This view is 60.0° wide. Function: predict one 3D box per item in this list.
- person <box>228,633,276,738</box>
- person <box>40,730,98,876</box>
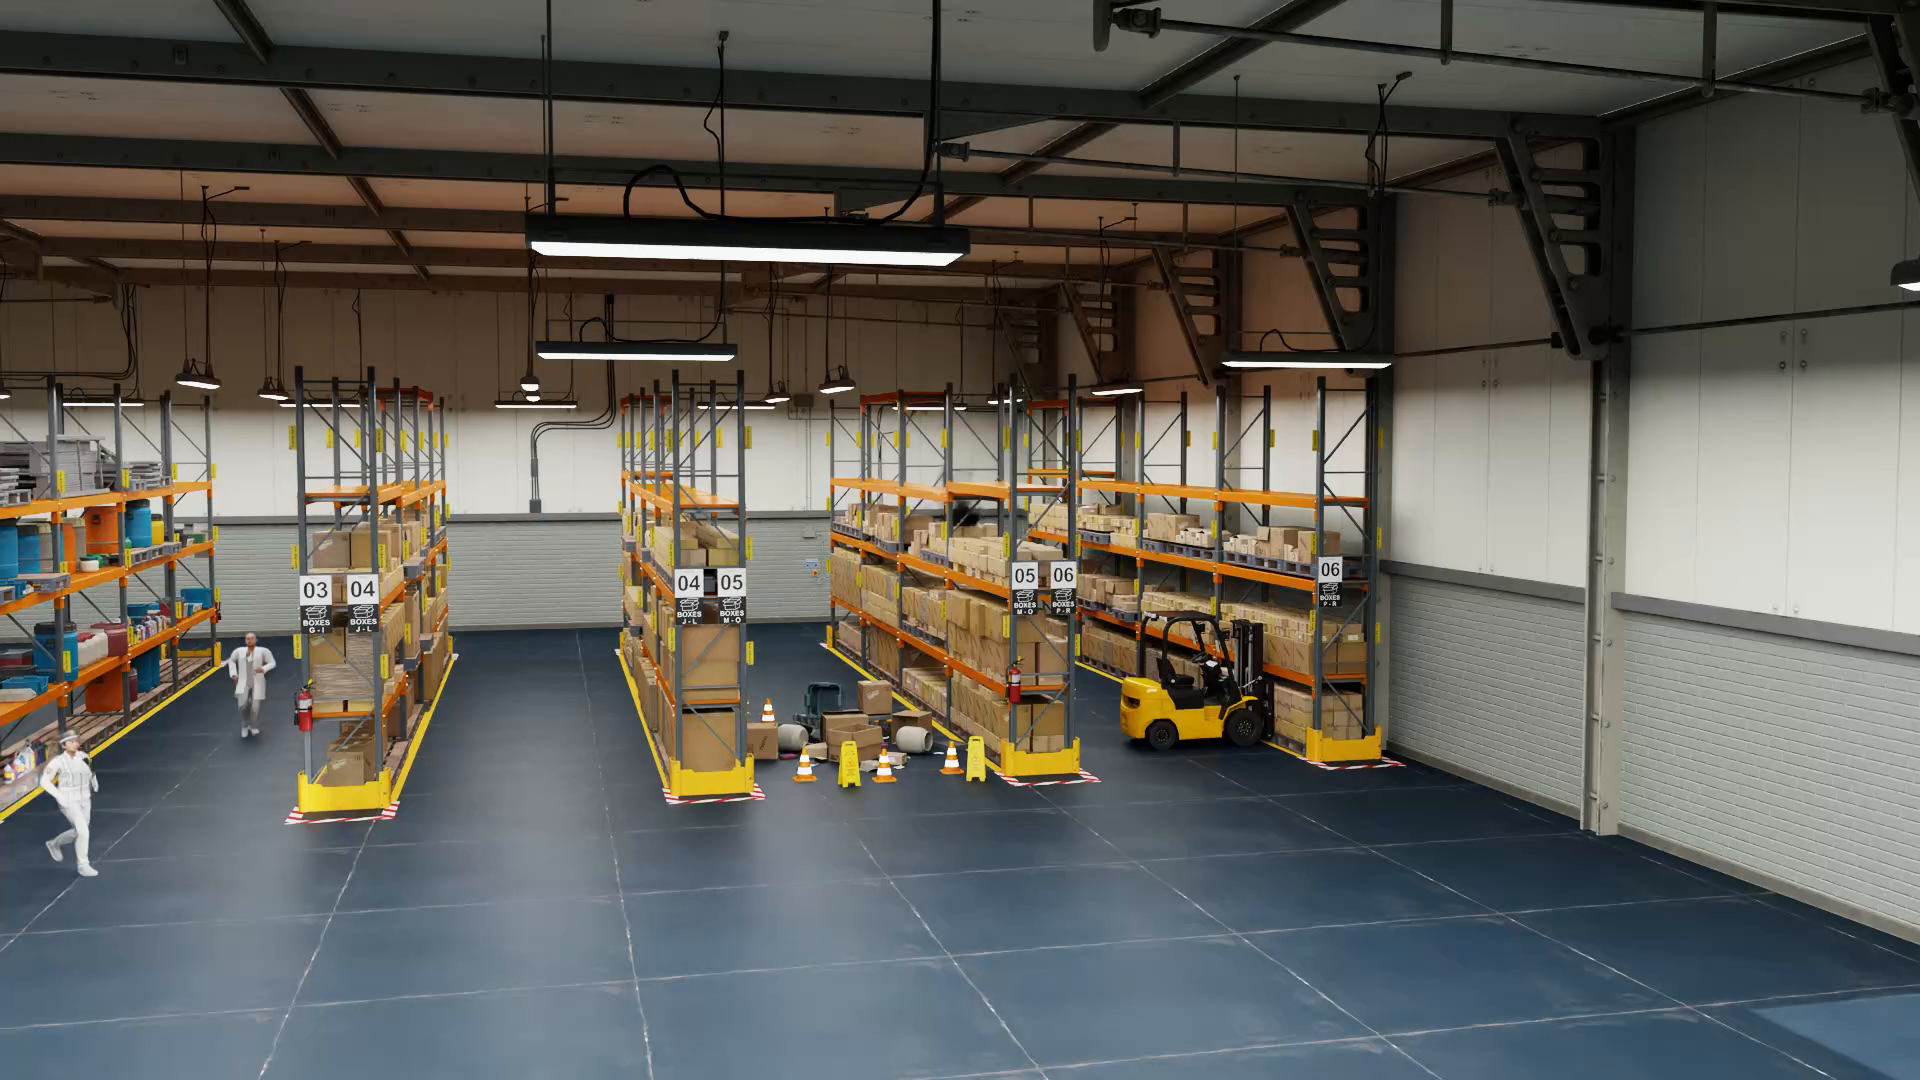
[{"bbox_3d":[-11.932,2.449,28.018,0.770,1.773,0.649,-1,4,-15],"label":"person"},{"bbox_3d":[-10.287,3.024,19.257,0.727,1.695,0.612,1,4,22],"label":"person"}]
